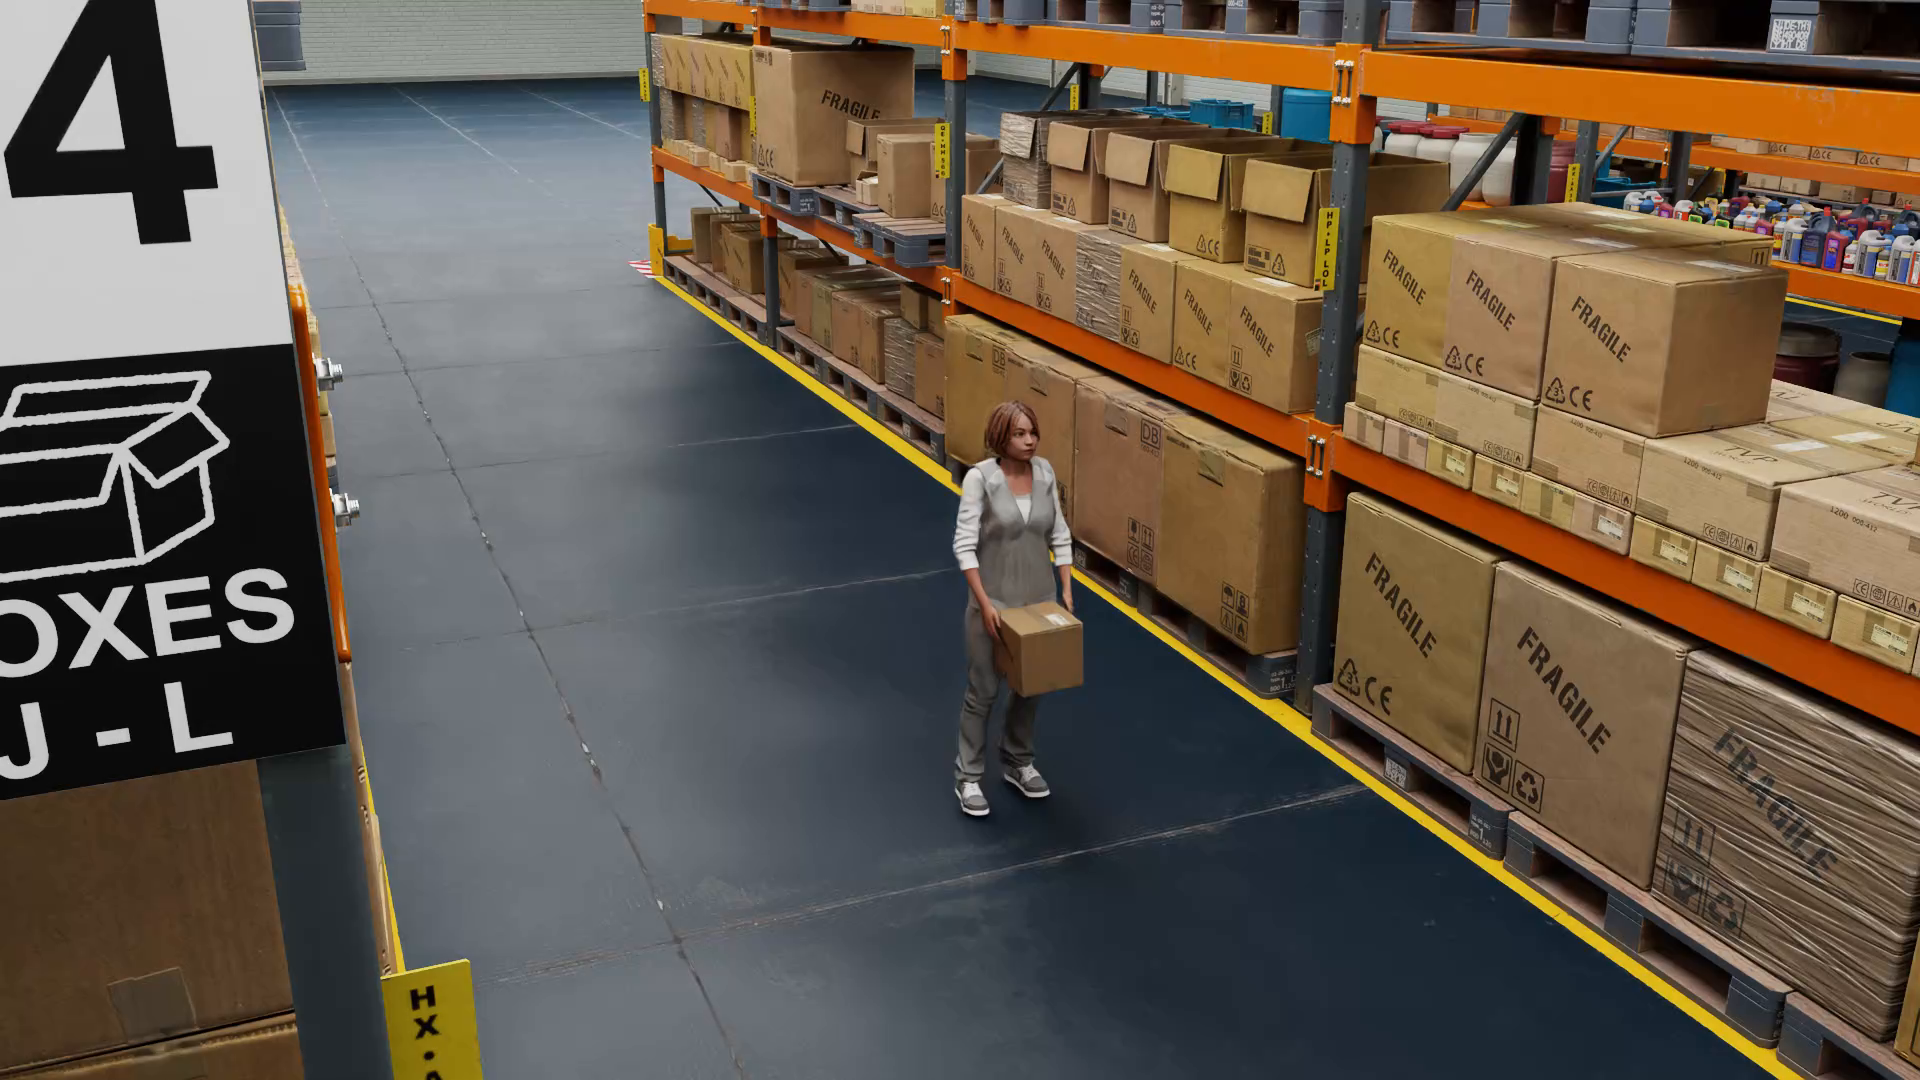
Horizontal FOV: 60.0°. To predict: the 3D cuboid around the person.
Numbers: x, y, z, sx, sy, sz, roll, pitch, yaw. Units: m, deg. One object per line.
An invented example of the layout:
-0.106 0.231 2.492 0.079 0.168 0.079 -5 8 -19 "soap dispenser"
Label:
0.210 0.255 6.336 0.487 1.599 0.376 -8 21 -22 "person"
